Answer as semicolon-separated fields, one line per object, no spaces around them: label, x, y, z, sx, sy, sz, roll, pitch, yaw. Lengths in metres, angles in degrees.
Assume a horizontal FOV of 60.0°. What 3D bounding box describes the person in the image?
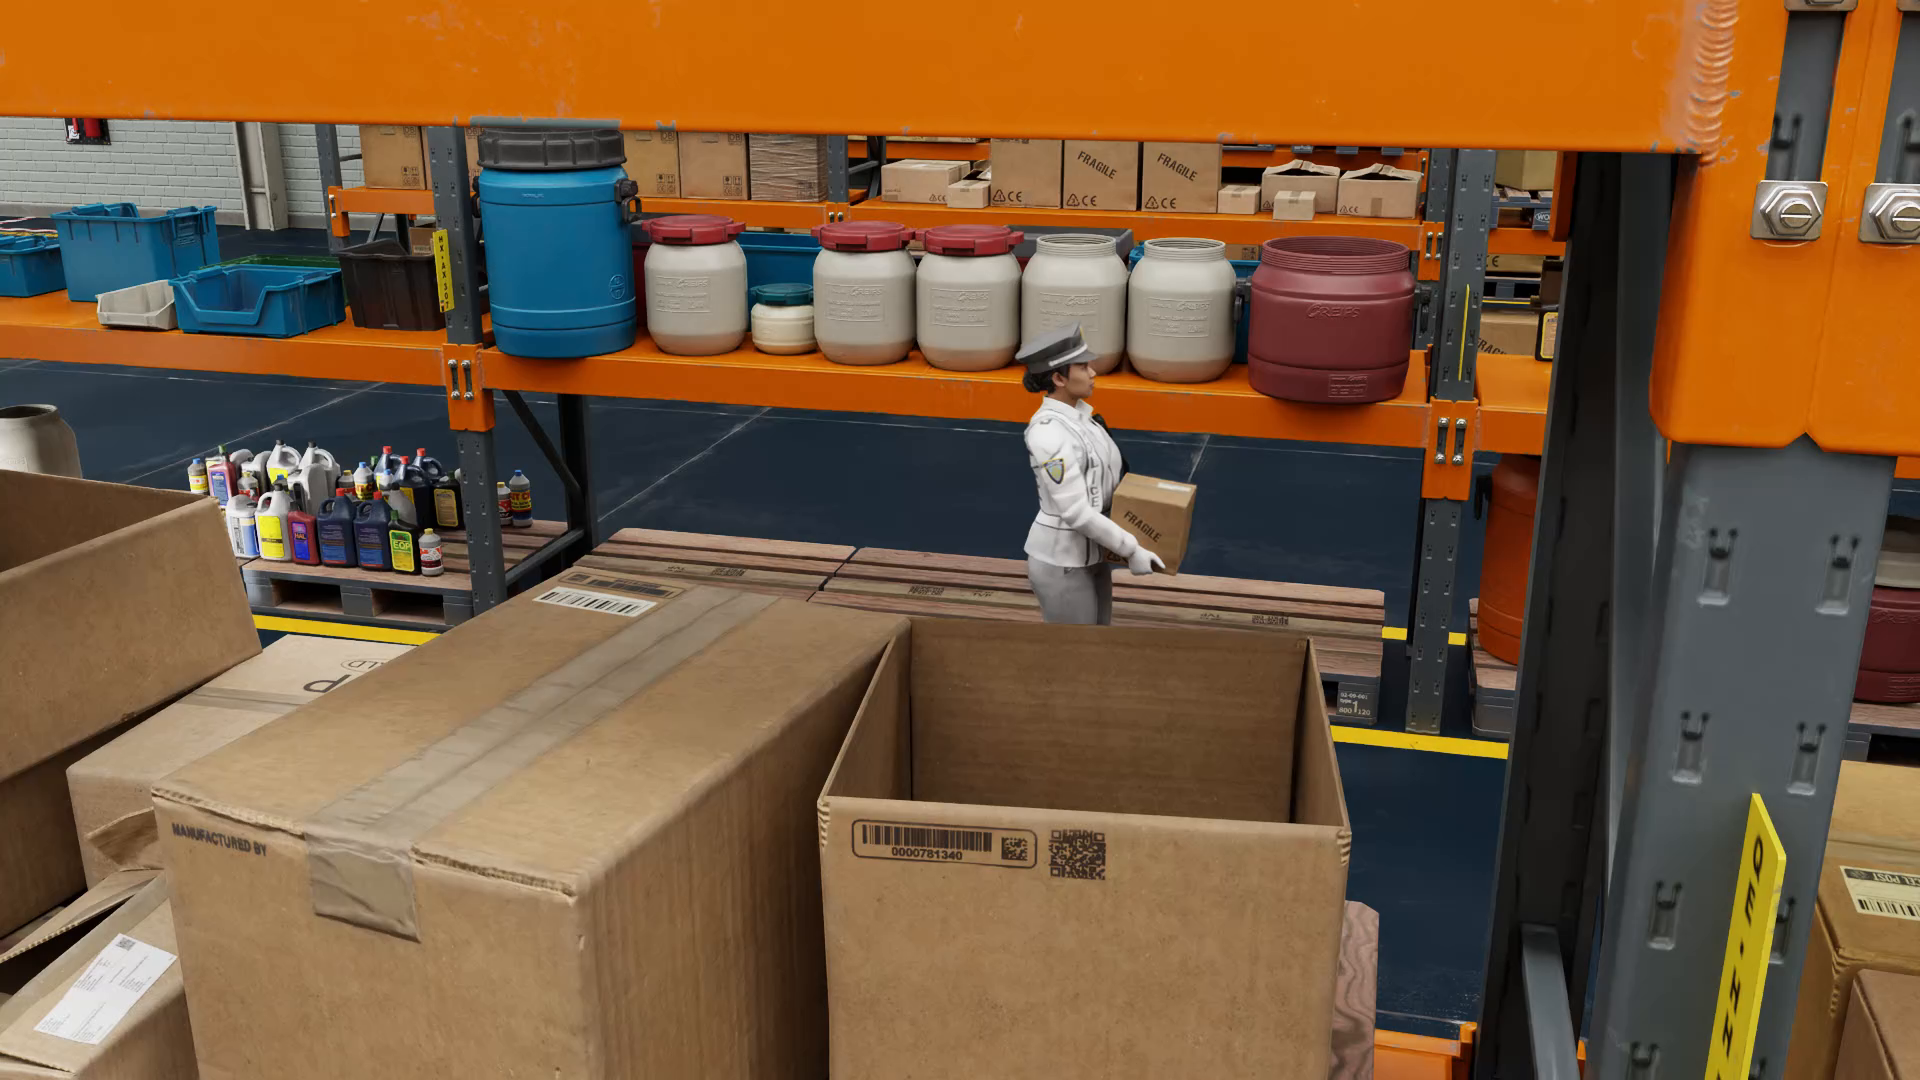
person;0.450;0.088;5.759;0.555;1.686;0.426;5;19;14
